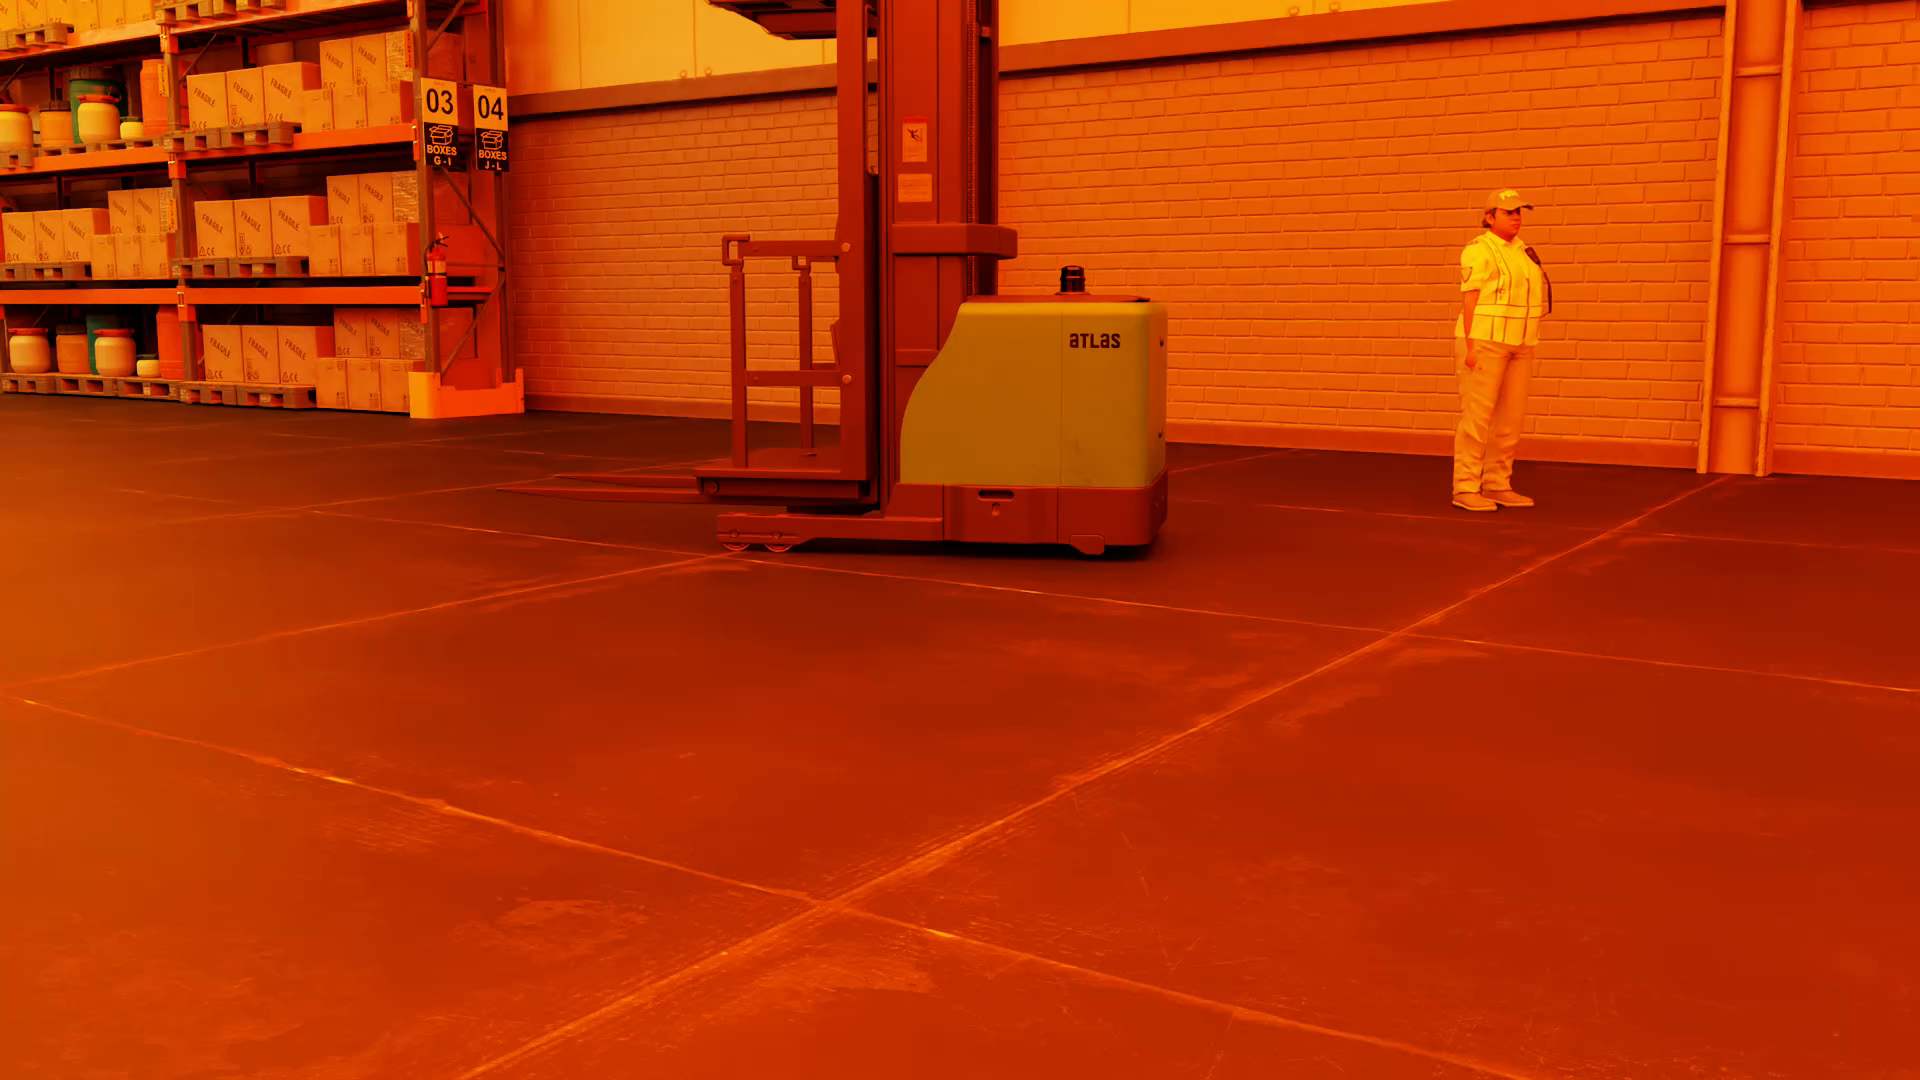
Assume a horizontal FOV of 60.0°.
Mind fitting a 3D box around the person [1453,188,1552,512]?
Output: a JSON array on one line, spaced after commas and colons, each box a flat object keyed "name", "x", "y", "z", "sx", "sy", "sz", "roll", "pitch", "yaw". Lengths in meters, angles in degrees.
[{"name": "person", "x": 2.825, "y": -0.999, "z": 8.738, "sx": 0.482, "sy": 1.669, "sz": 0.393, "roll": -5, "pitch": 10, "yaw": -34}]

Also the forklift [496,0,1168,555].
[{"name": "forklift", "x": -0.596, "y": -1.469, "z": 7.520, "sx": 3.031, "sy": 2.935, "sz": 1.130, "roll": 2, "pitch": 8, "yaw": 12}]
